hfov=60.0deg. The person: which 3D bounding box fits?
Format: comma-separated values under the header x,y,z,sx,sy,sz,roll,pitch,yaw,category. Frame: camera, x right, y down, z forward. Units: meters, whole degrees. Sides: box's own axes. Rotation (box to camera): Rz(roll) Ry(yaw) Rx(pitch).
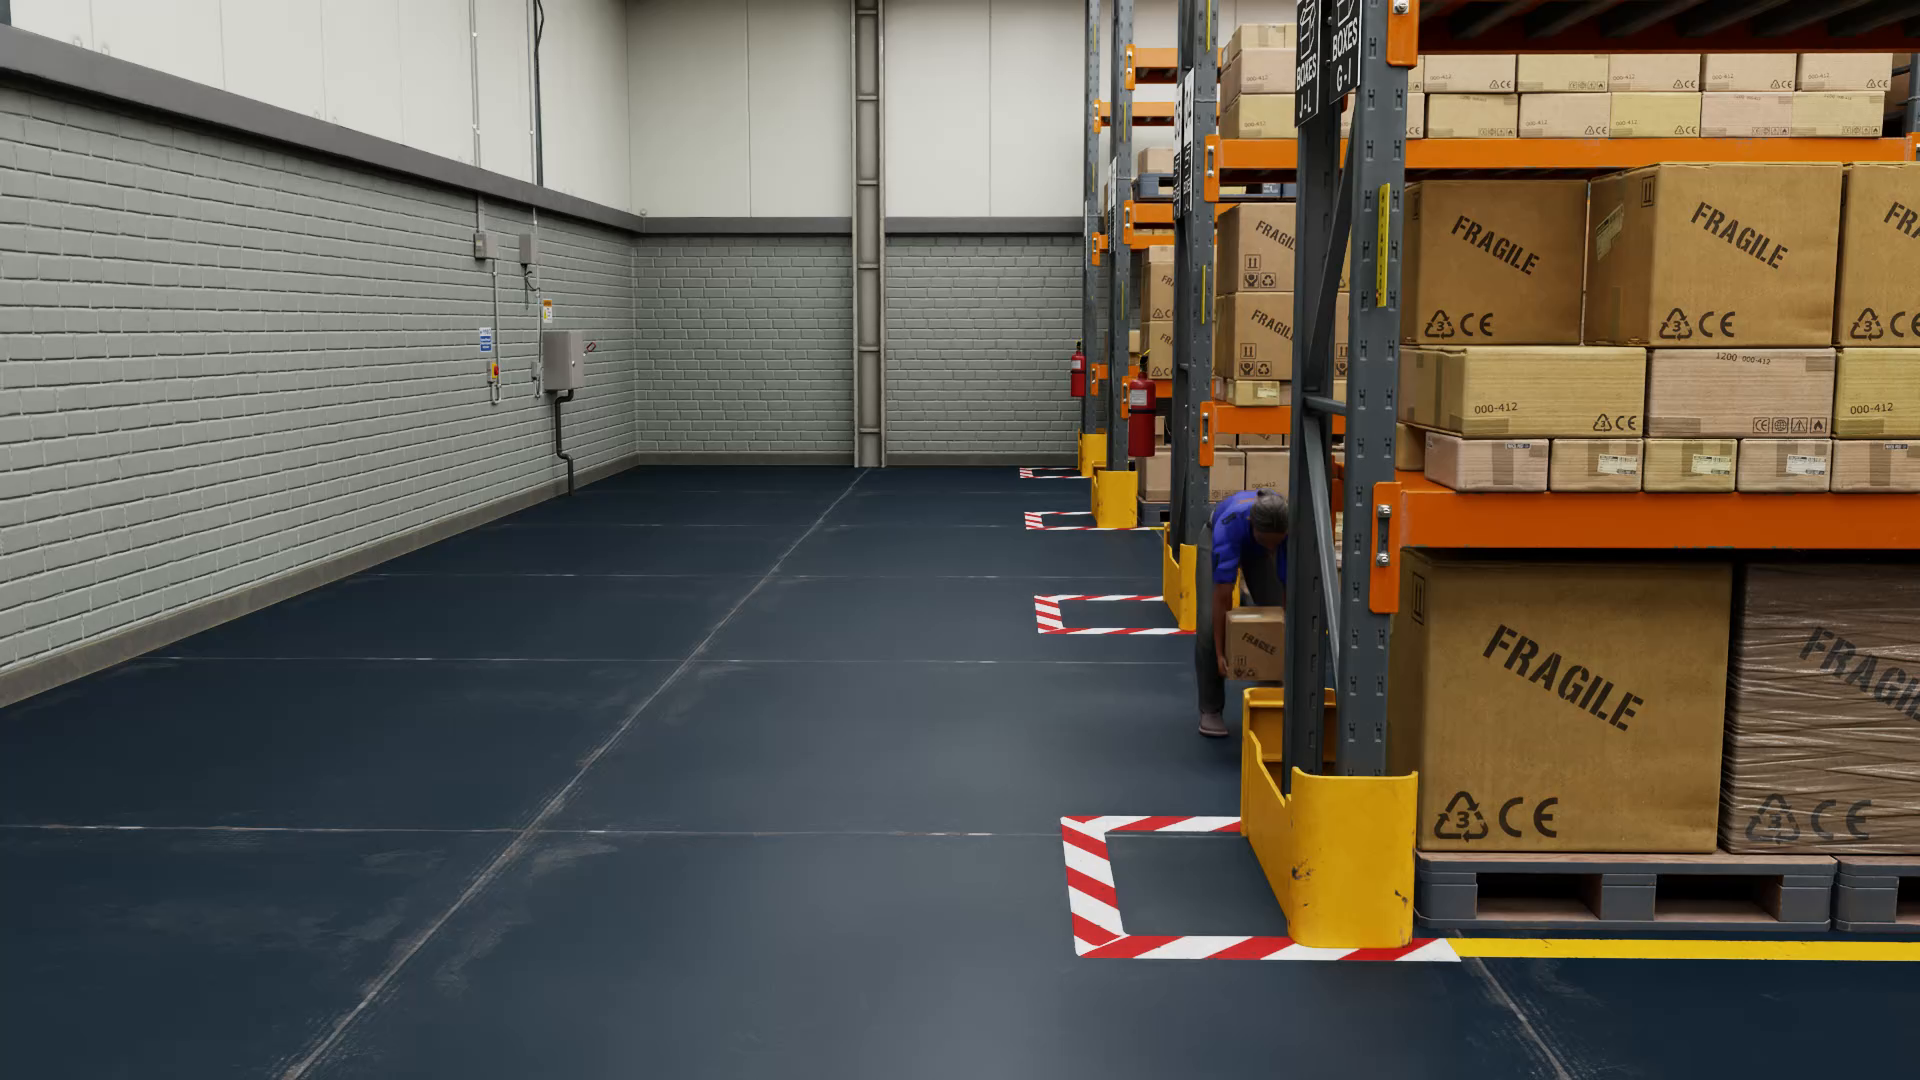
x,y,z,sx,sy,sz,roll,pitch,yaw,category
1.230,0.315,7.011,0.422,1.112,0.867,0,7,-1,person
